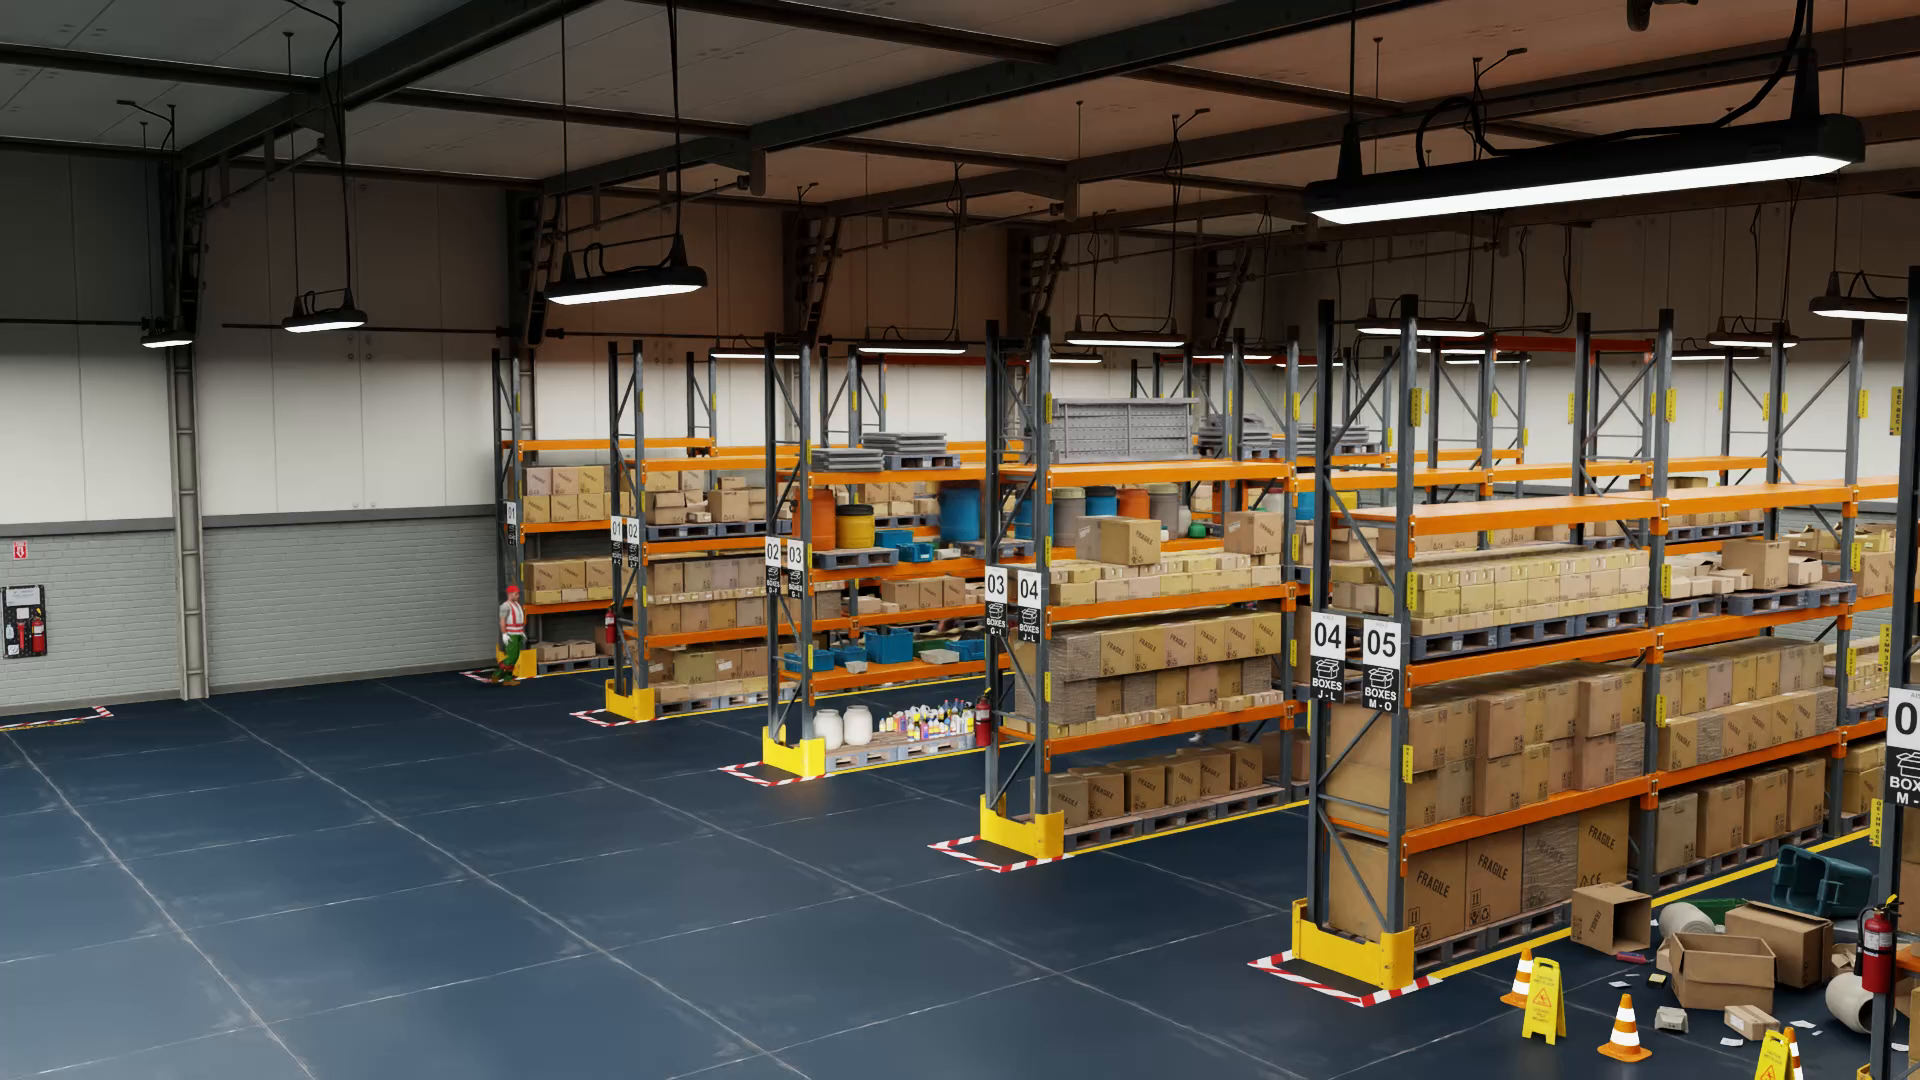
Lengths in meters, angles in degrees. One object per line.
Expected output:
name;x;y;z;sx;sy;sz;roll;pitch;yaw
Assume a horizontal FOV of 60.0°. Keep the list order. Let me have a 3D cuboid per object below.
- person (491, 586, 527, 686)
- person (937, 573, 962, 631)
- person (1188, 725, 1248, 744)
person;-8.013;1.698;29.447;0.488;1.769;0.733;1;5;12
person;-0.321;1.449;32.935;1.072;1.599;0.419;-3;6;-28
person;3.608;2.076;23.367;1.049;1.528;0.589;-2;5;-19
